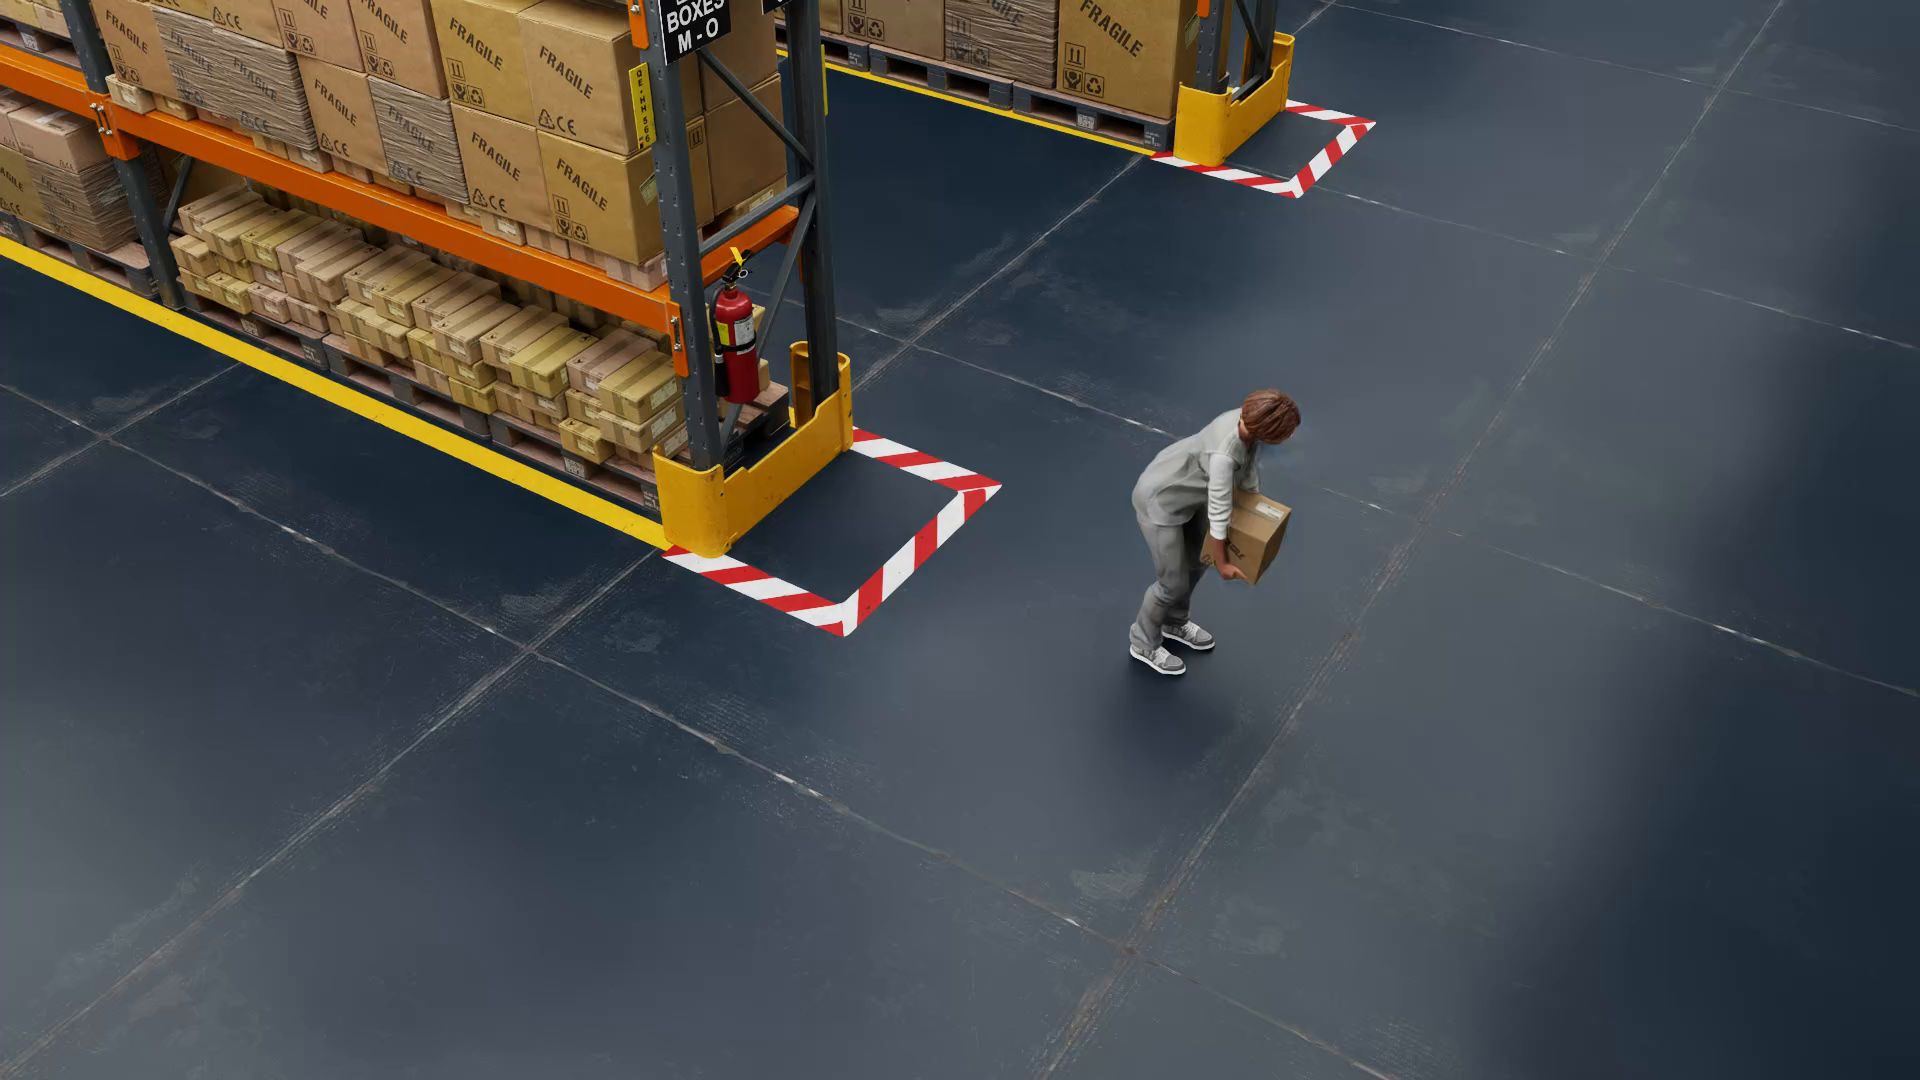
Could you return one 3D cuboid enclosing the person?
[{"bbox_3d":[1.015,-0.047,6.861,0.636,1.458,0.376,21,43,24],"label":"person"}]
